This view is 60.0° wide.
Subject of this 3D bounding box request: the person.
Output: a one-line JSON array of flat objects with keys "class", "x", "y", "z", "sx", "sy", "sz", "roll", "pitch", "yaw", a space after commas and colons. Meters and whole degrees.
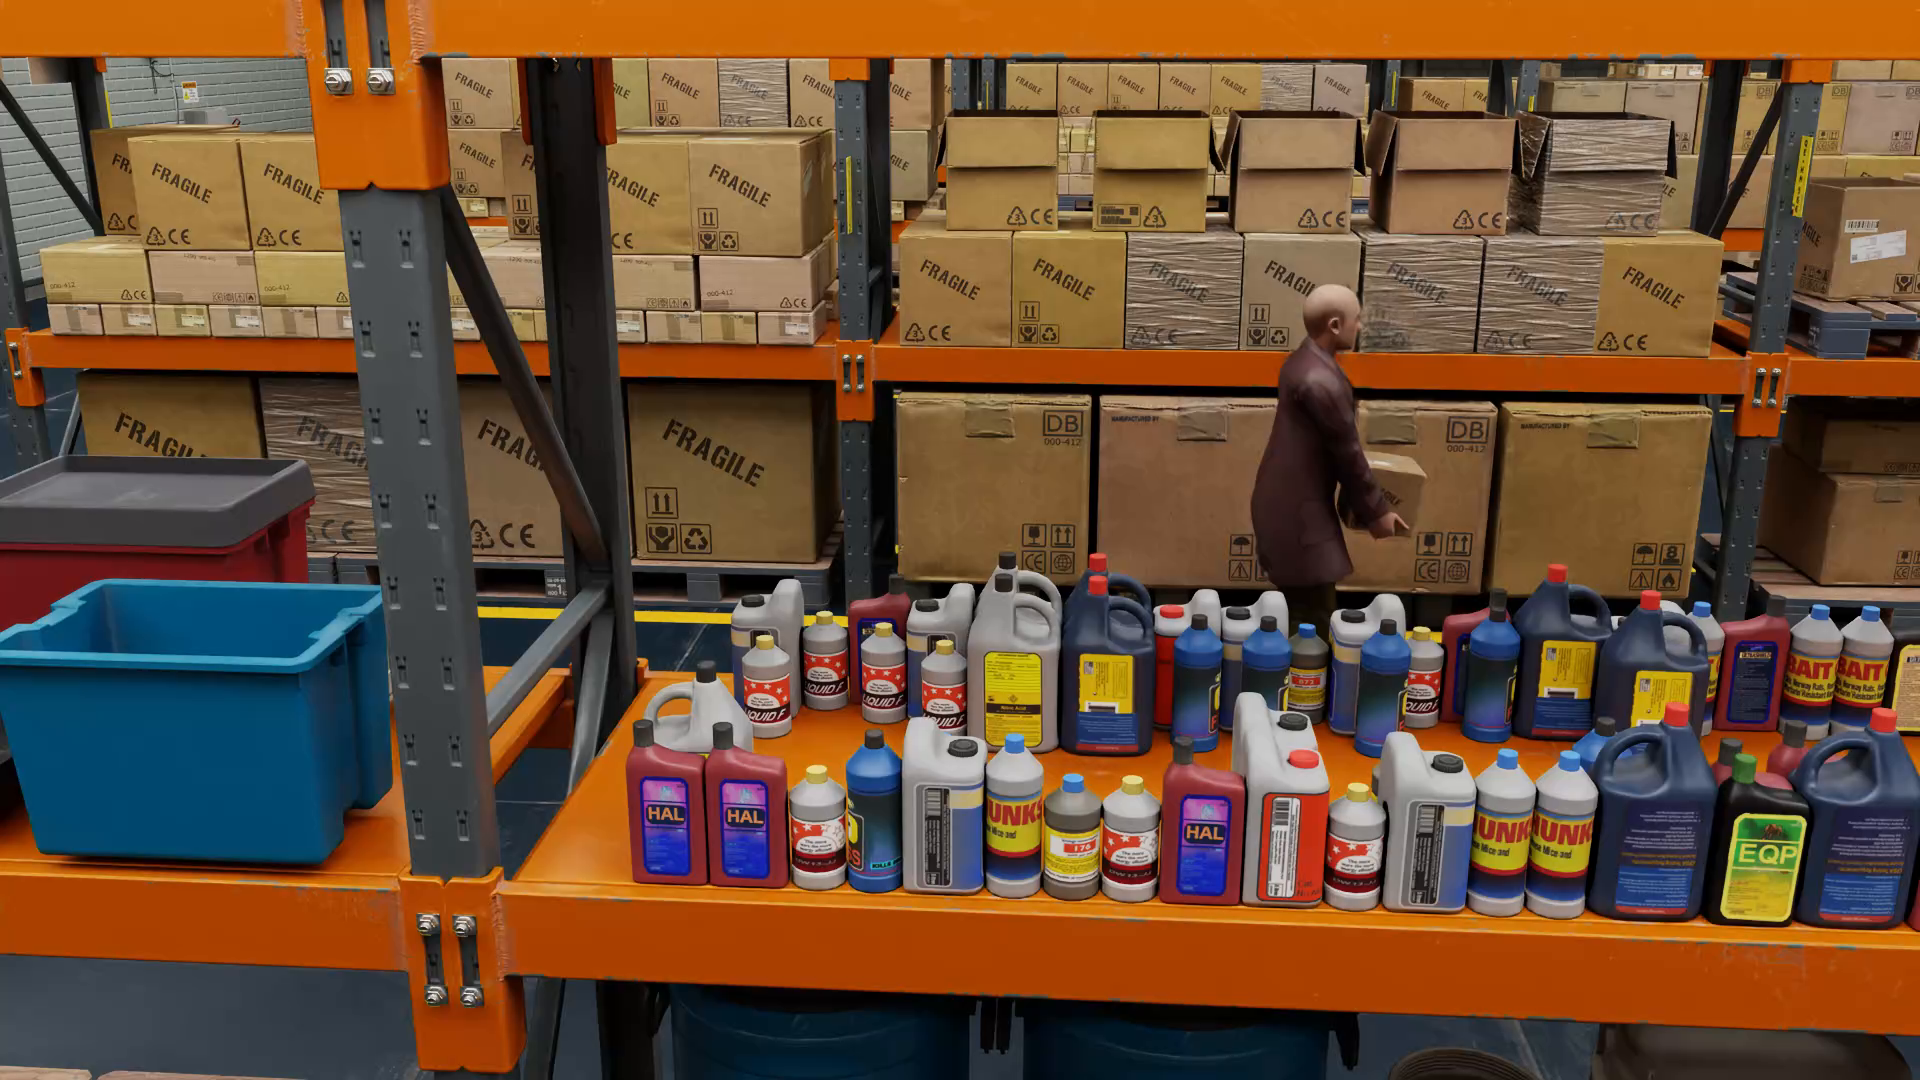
[{"class": "person", "x": 1.408, "y": -0.093, "z": 6.391, "sx": 0.573, "sy": 1.774, "sz": 0.527, "roll": 1, "pitch": 17, "yaw": 3}]
